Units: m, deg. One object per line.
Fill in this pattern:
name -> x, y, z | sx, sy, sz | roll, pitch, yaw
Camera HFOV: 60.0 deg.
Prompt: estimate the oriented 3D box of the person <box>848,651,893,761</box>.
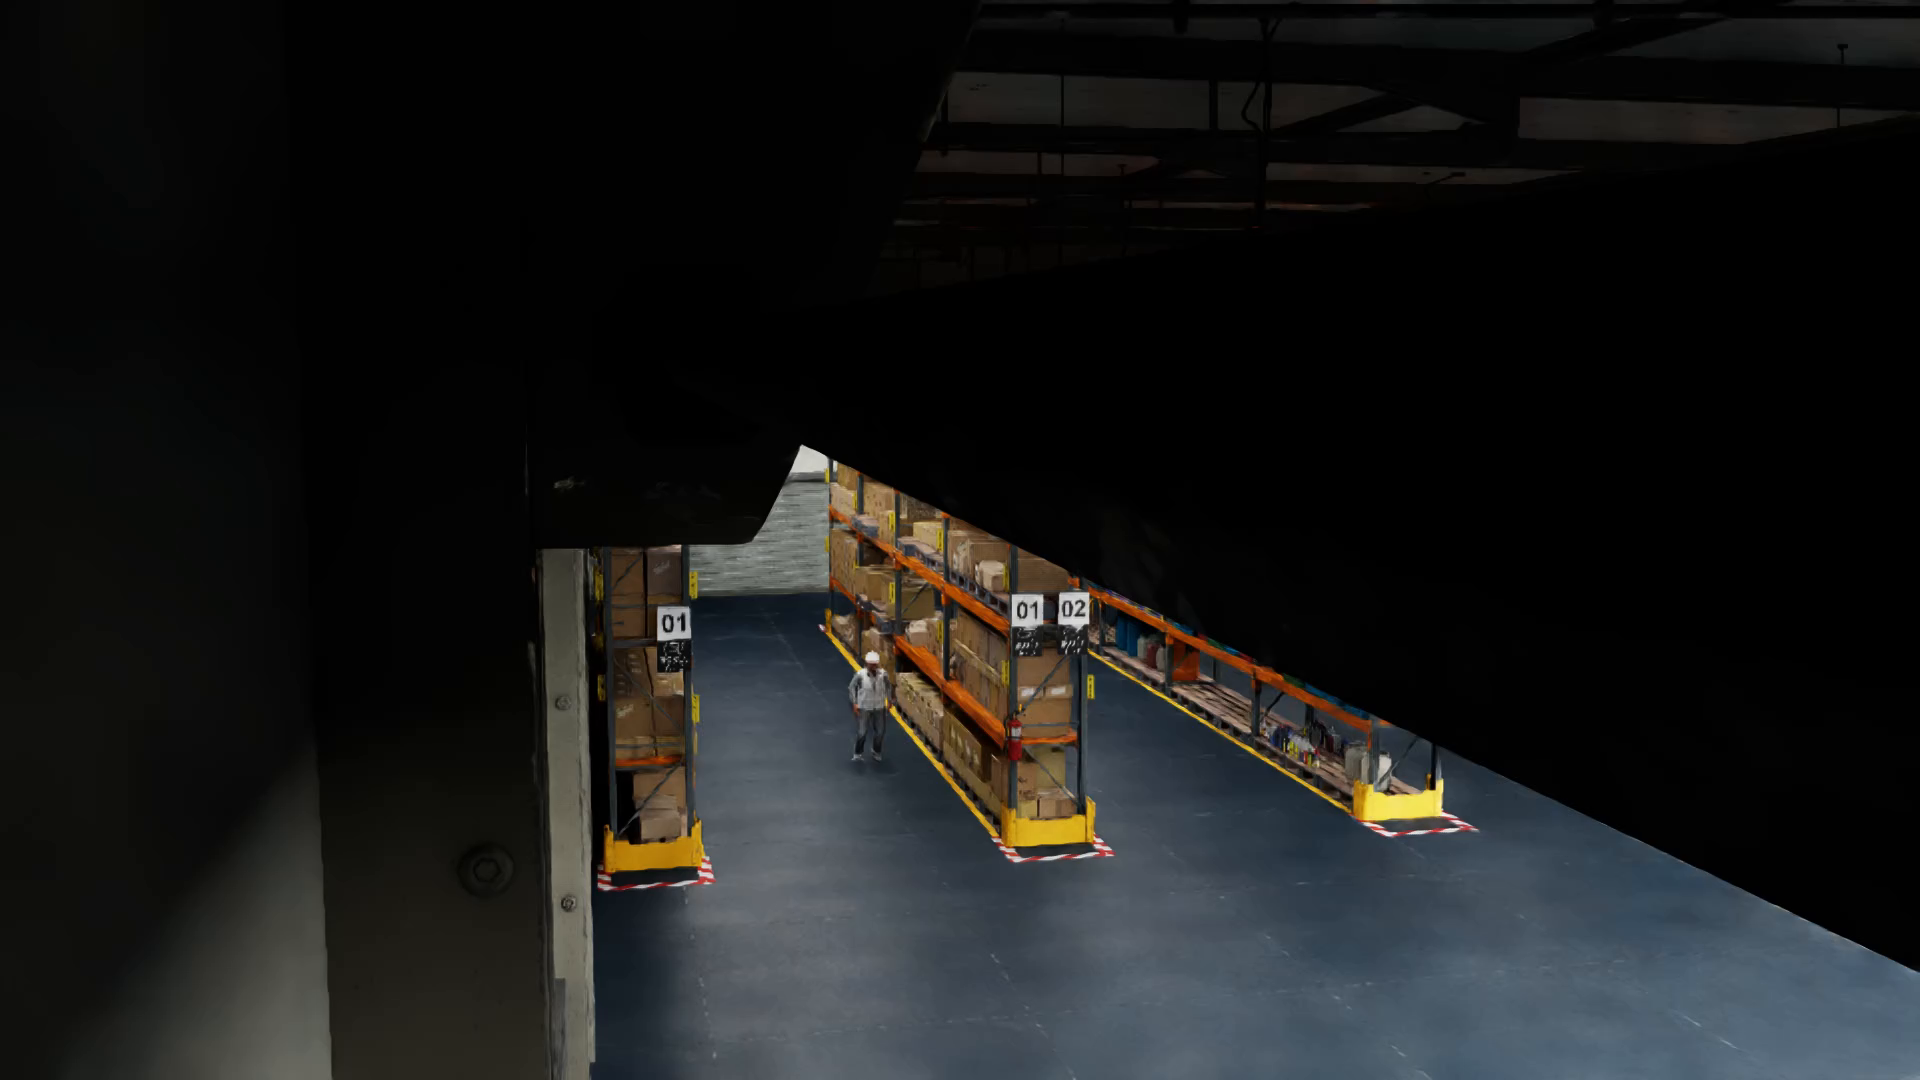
person -> -1.343, 2.508, 25.103 | 0.677, 1.725, 0.574 | -2, 7, -14
